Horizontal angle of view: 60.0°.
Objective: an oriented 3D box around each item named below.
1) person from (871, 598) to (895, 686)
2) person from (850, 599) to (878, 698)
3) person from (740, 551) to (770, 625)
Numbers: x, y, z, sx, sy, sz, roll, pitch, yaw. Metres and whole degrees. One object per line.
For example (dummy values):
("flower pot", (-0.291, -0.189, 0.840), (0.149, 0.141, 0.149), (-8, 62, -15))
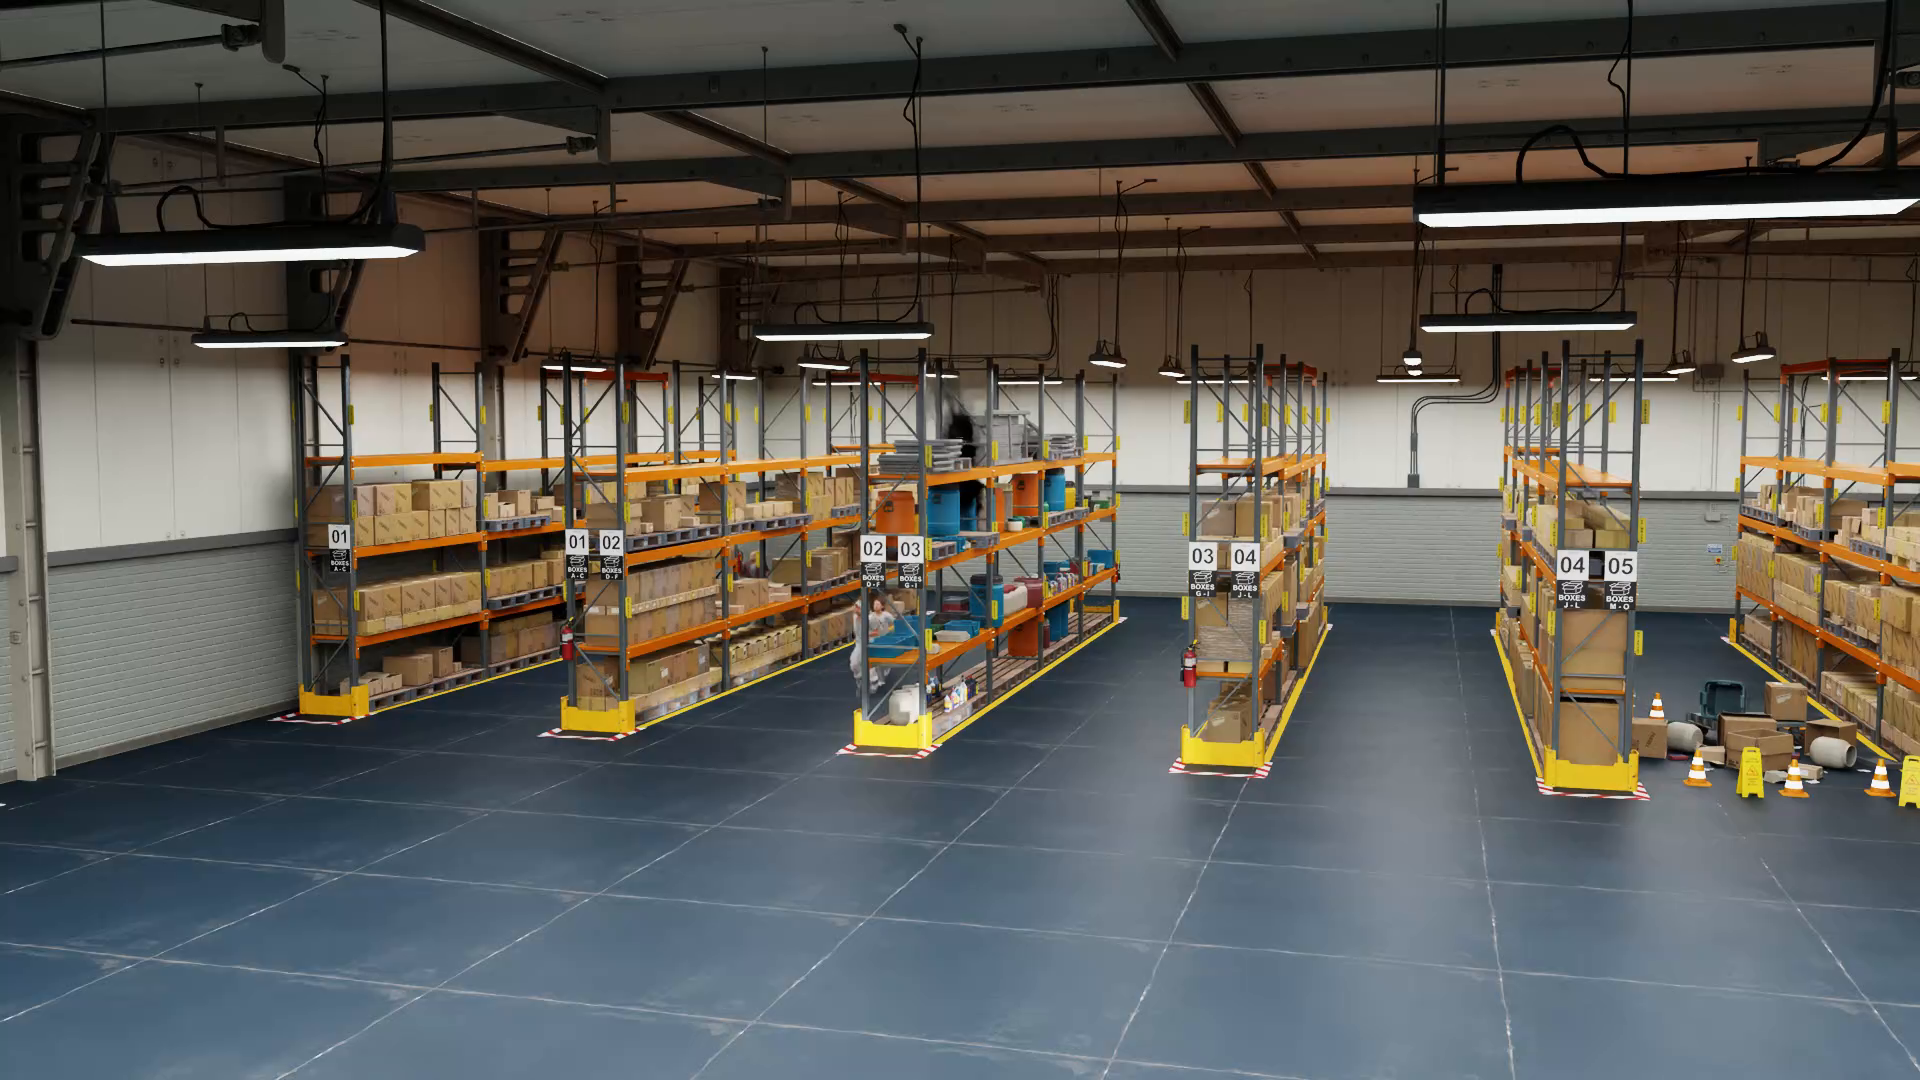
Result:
("person", (-1.456, 1.888, 30.762), (0.579, 1.633, 0.638), (1, 5, 19))
("person", (-1.678, 1.918, 29.351), (0.621, 1.767, 0.844), (2, 5, 26))
("person", (-4.926, 1.148, 39.798), (0.710, 1.764, 0.918), (0, 4, 4))
